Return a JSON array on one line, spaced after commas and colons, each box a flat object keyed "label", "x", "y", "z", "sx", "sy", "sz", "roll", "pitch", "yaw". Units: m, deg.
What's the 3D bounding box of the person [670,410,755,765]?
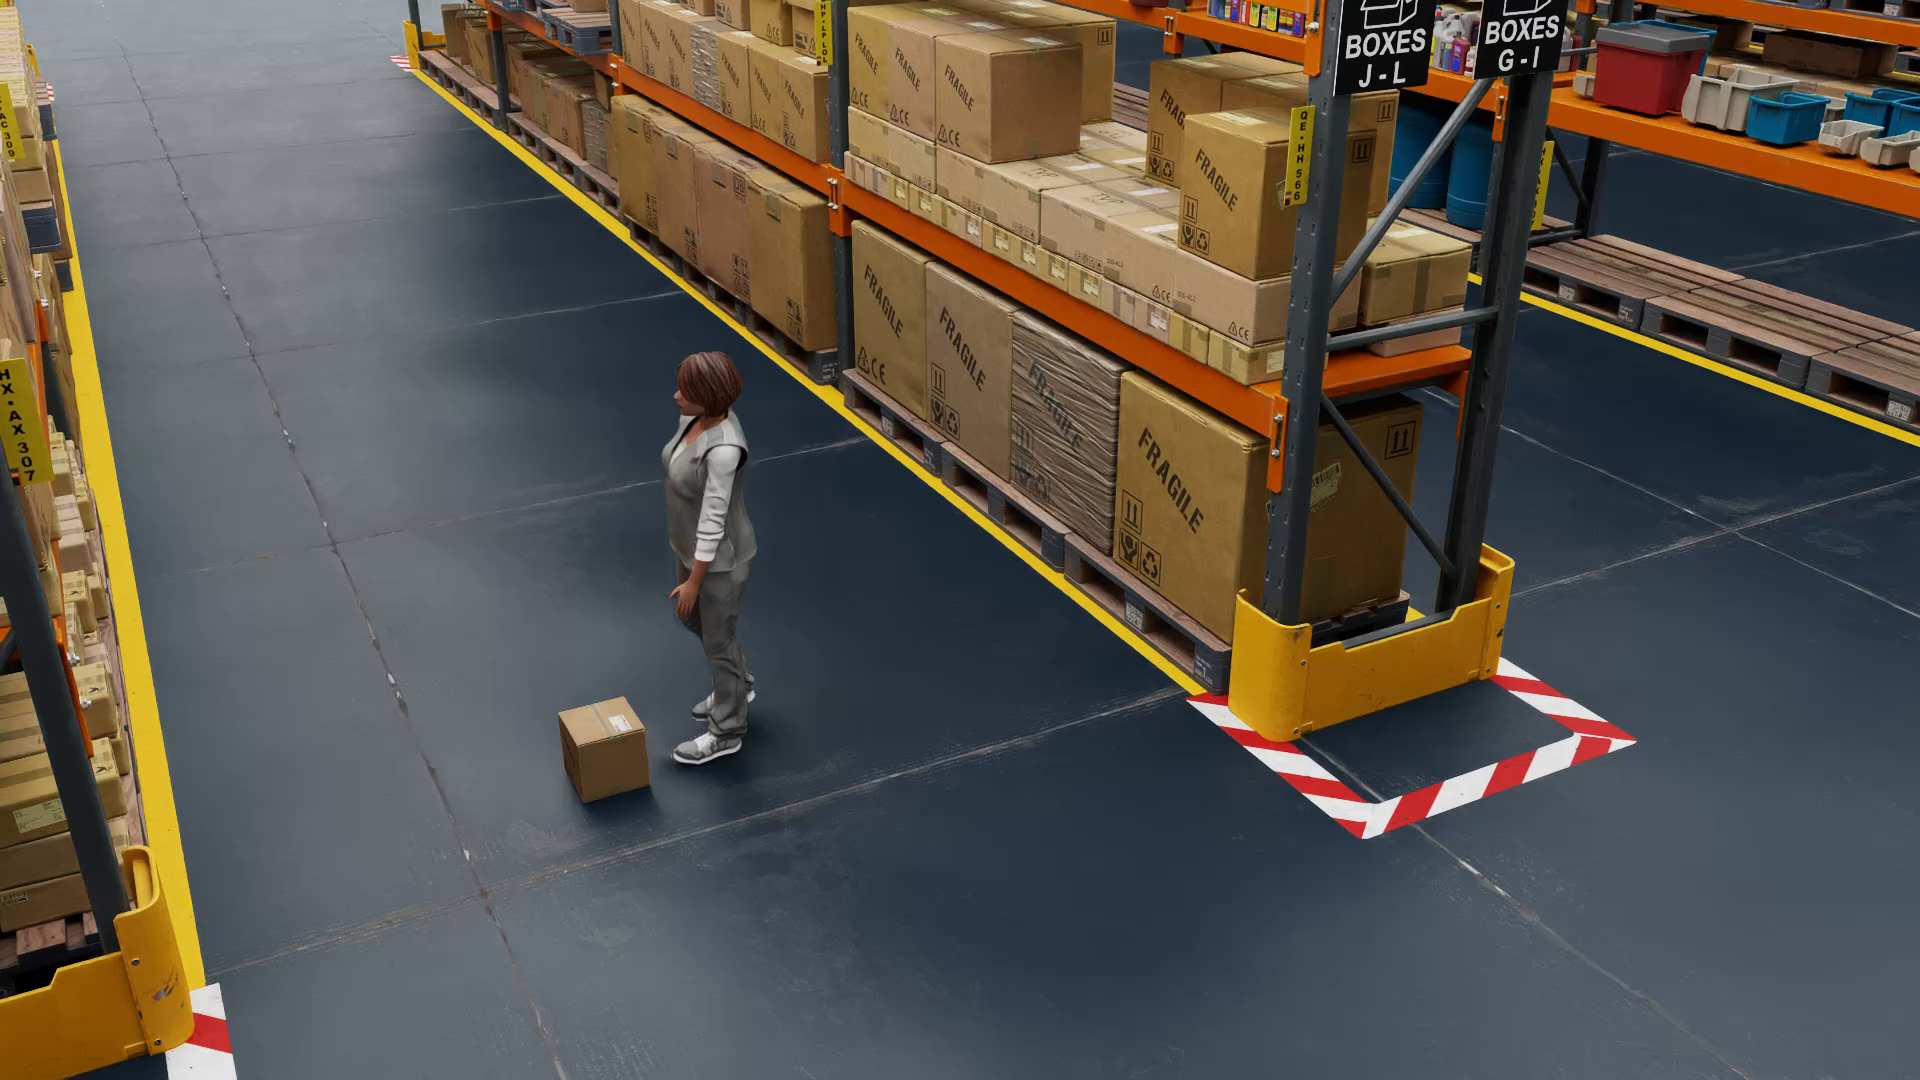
[{"label": "person", "x": -0.916, "y": 0.170, "z": 6.047, "sx": 0.391, "sy": 1.385, "sz": 0.511, "roll": -13, "pitch": 29, "yaw": -25}]
